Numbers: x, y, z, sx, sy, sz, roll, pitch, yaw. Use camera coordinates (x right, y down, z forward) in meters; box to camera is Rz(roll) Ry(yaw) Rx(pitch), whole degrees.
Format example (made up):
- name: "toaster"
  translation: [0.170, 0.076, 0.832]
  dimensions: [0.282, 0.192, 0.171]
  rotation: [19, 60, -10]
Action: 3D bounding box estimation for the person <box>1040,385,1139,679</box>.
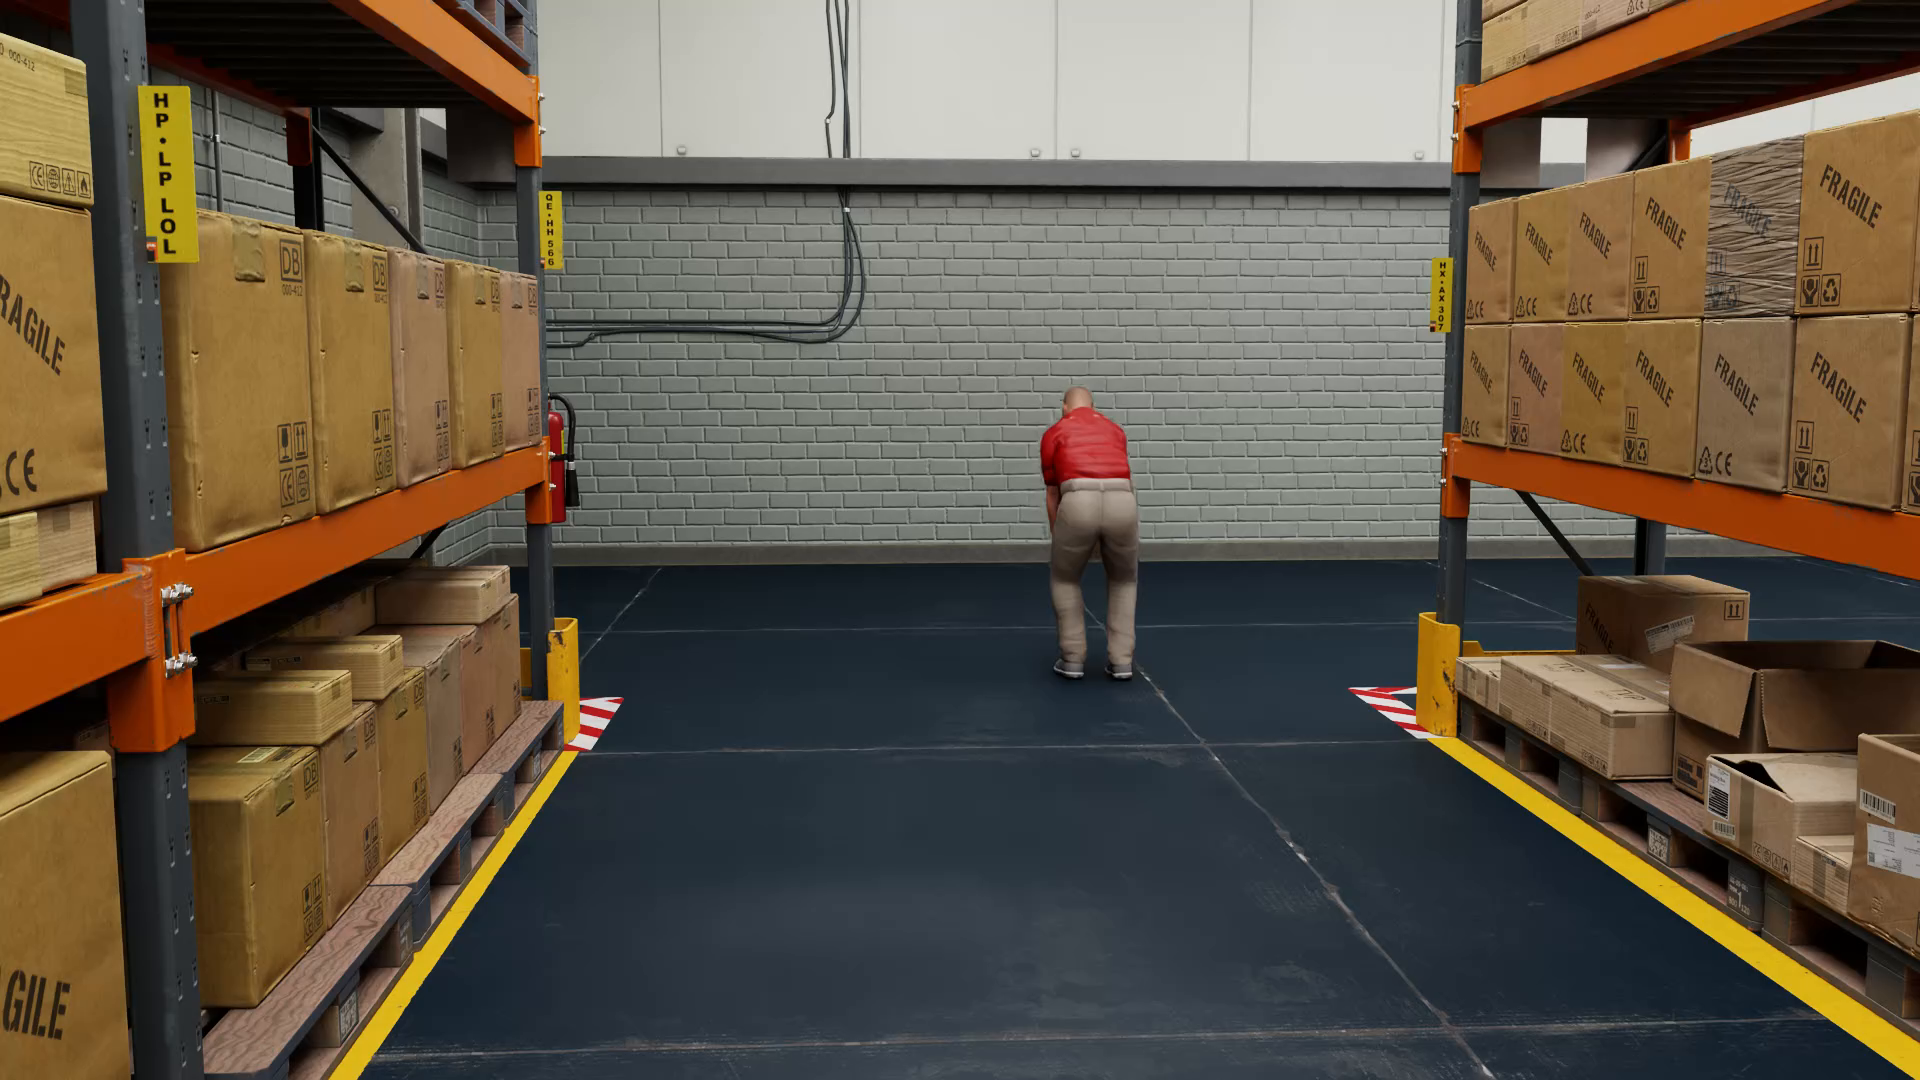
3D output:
- name: "person"
  translation: [0.675, -0.050, 8.725]
  dimensions: [0.486, 1.501, 0.779]
  rotation: [-1, 7, -5]
